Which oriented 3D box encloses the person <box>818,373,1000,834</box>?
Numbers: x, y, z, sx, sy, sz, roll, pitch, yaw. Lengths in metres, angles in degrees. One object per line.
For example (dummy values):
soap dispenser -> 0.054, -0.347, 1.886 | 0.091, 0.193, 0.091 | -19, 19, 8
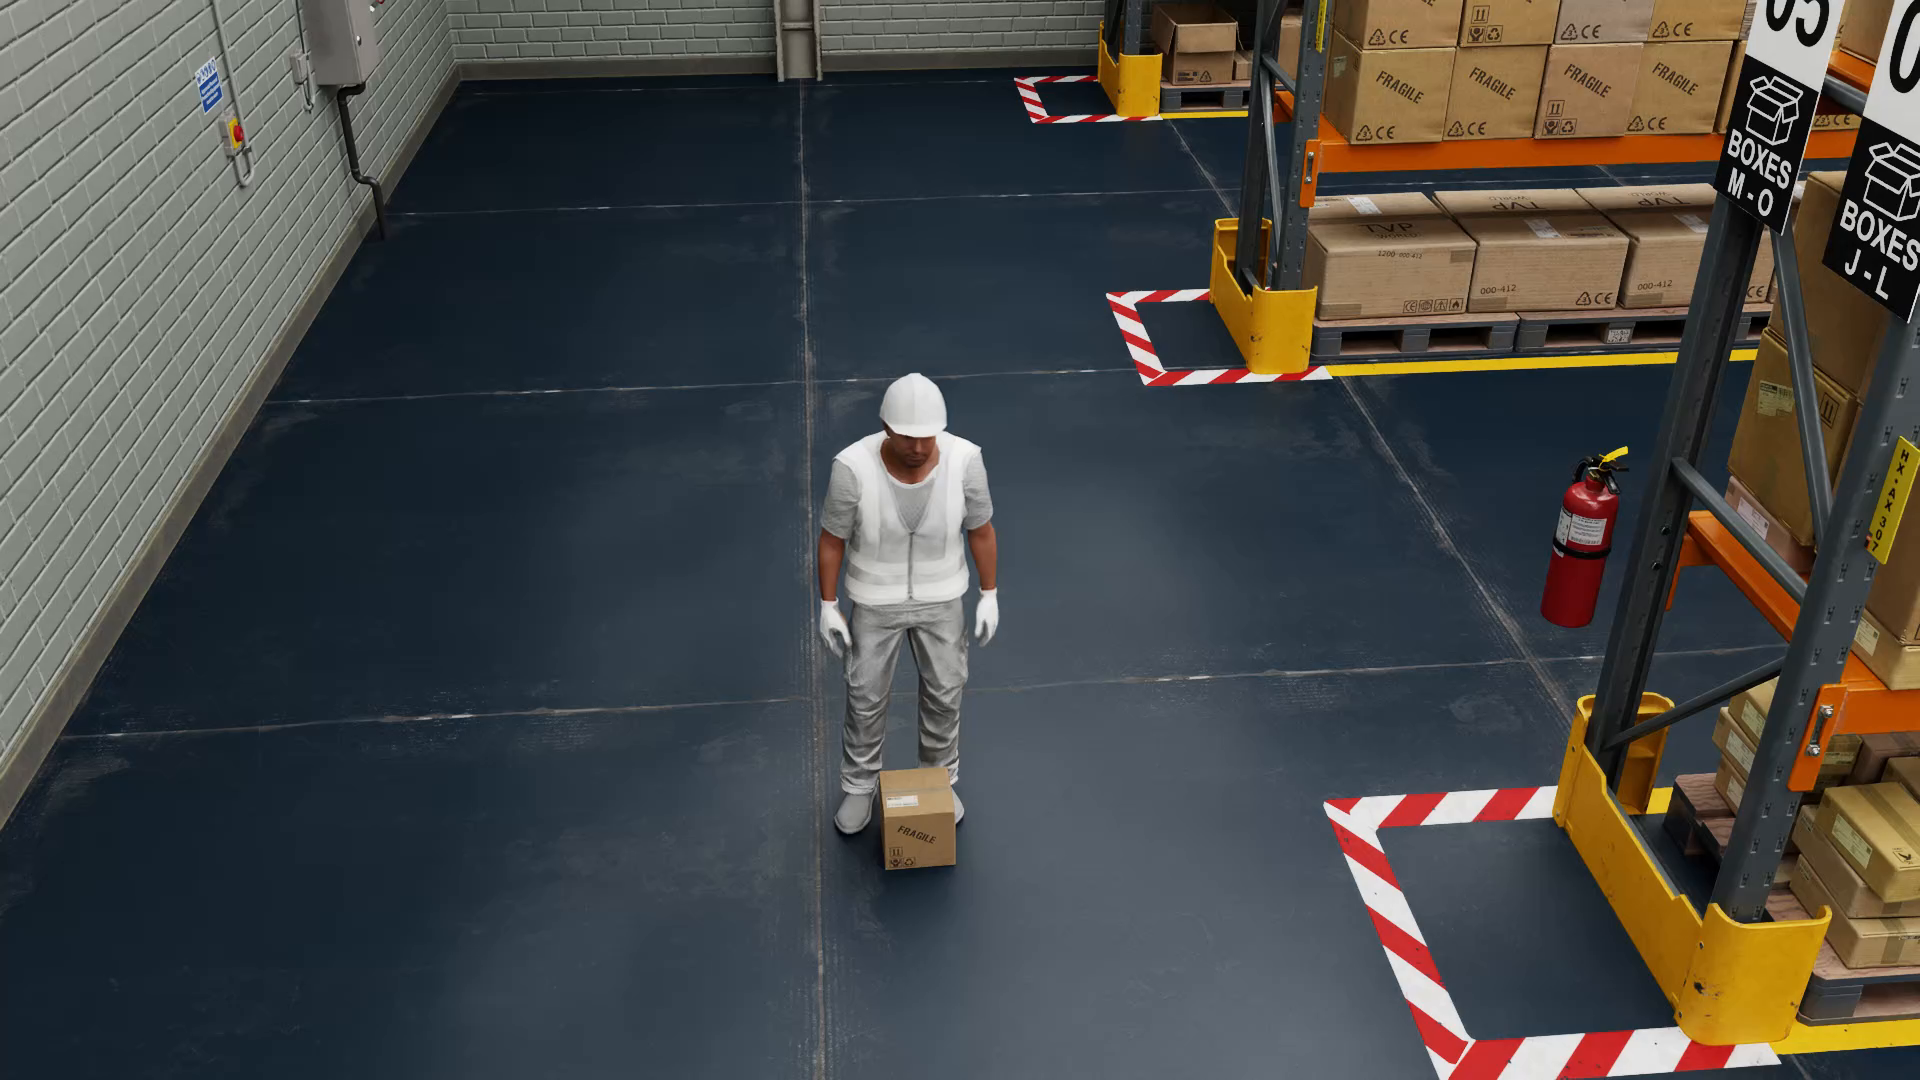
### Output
person -> -0.177, 0.221, 5.751 | 0.632, 1.776, 0.444 | -4, 31, -7
